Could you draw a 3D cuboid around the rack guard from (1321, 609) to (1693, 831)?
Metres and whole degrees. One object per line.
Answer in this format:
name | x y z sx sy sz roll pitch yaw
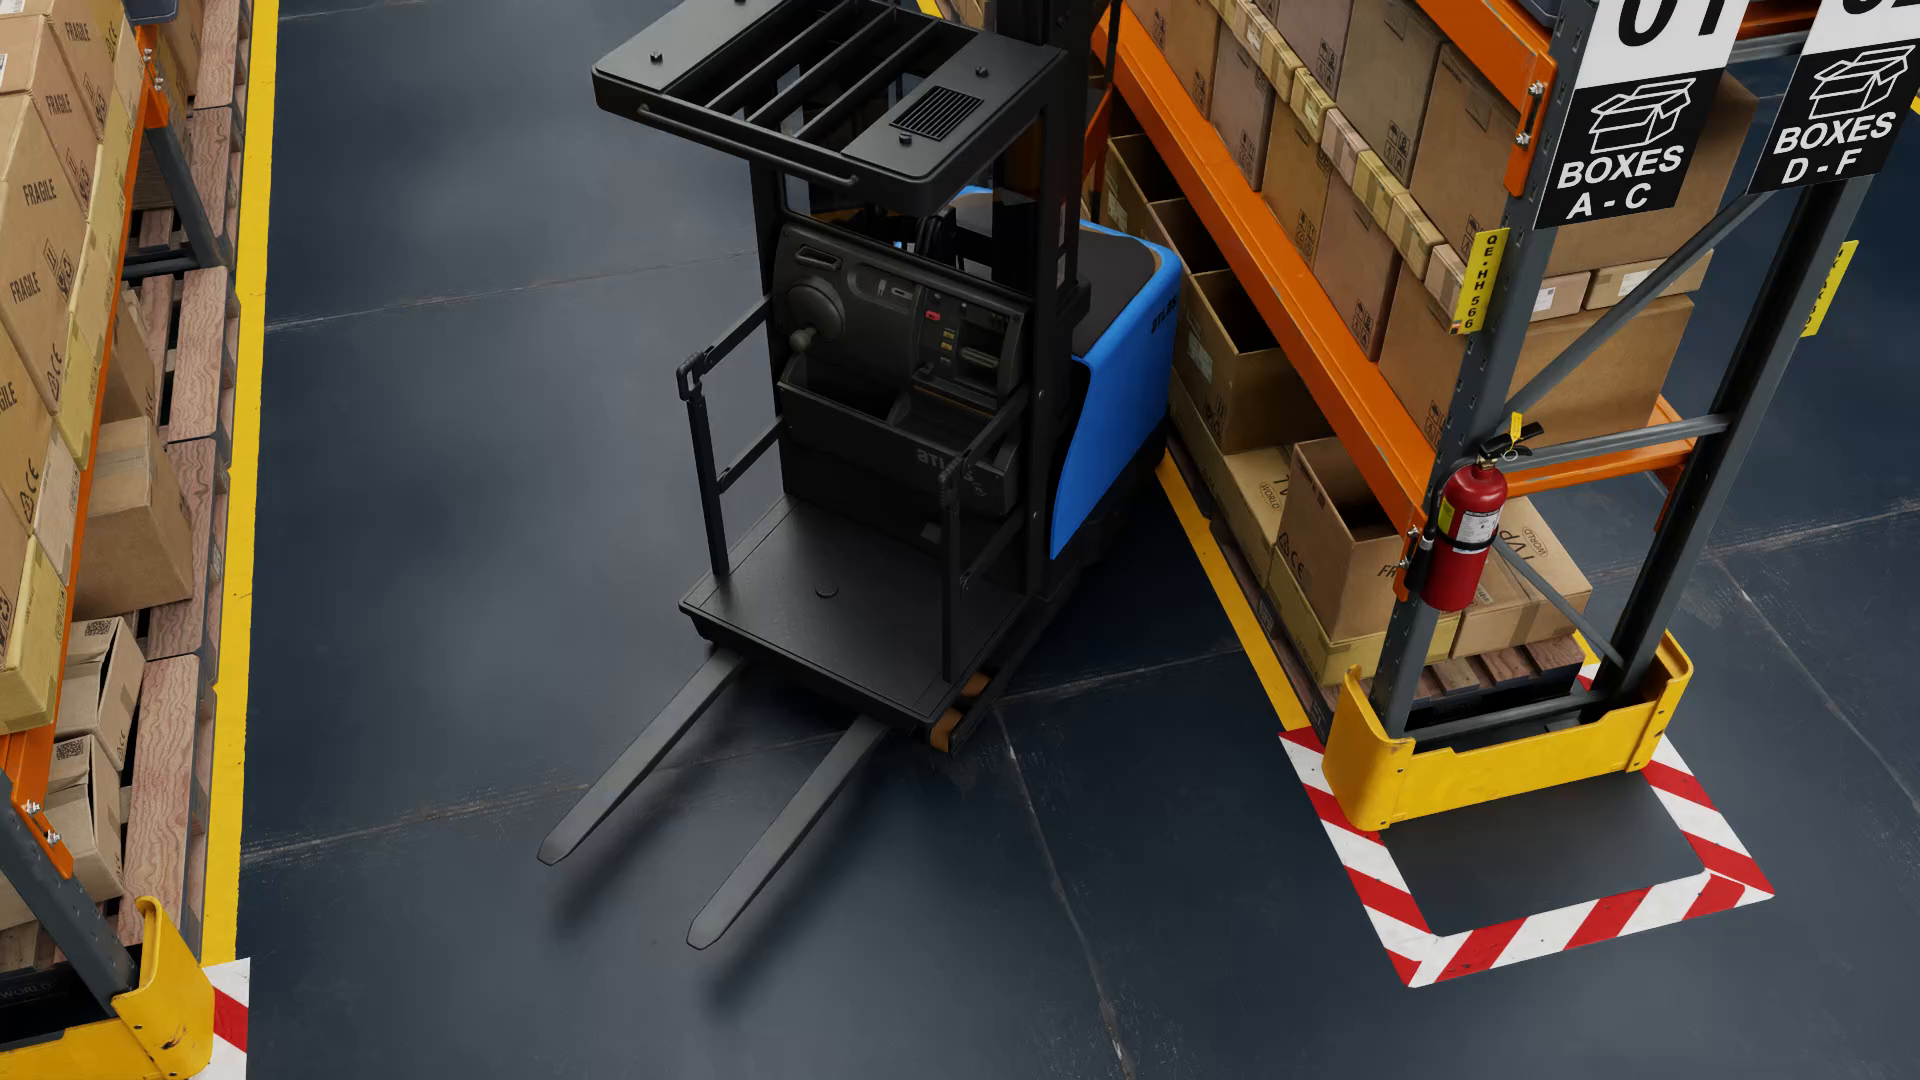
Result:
rack guard | 1.888 0.620 5.793 1.175 0.500 0.348 -11 47 -10

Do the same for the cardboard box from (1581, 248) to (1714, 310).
cardboard box | 1.990 -0.844 4.953 0.380 0.149 0.250 -11 47 -11

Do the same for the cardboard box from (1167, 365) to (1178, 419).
cardboard box | 1.064 -0.806 7.071 0.500 0.250 0.500 -11 47 -10

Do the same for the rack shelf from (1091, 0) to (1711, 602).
rack shelf | 1.370 -1.401 6.526 1.077 0.370 4.000 -11 47 -10

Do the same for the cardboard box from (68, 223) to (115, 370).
cardboard box | -3.122 -0.771 5.496 0.500 0.250 0.500 -10 46 -10

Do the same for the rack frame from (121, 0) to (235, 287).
rack frame | -3.930 -2.125 6.732 1.000 3.000 0.127 -11 47 -10

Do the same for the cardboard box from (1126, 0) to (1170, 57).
cardboard box | 1.119 -2.400 6.932 0.700 0.500 0.500 -11 47 -11

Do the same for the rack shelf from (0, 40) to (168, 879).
rack shelf | -3.418 -0.492 5.636 1.077 0.370 4.000 -11 47 -10

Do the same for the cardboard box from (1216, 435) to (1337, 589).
cardboard box | 1.320 -0.115 6.394 0.500 0.250 0.500 -11 47 -10

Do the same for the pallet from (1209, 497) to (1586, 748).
pallet | 1.646 0.184 6.422 1.003 0.211 1.213 -11 47 -10

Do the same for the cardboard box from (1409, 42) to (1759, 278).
cardboard box | 1.761 -1.122 4.771 0.700 0.500 0.500 -11 47 -10

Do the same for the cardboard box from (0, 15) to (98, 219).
cardboard box | -3.258 -1.379 5.567 0.500 0.500 0.500 -12 47 -11

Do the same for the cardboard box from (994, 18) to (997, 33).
cardboard box | 0.477 -2.641 8.477 0.500 0.311 0.500 -11 47 -10

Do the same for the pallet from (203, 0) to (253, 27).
pallet | -4.755 -3.371 9.906 1.003 0.211 1.213 -11 47 -10

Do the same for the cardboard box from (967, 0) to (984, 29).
cardboard box | 0.344 -2.801 9.026 0.500 0.250 0.500 -11 47 -11

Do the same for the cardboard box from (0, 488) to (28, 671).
cardboard box | -2.737 0.035 4.181 0.500 0.500 0.500 -11 47 -10

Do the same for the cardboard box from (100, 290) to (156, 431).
cardboard box | -3.625 -0.695 6.773 0.500 0.500 0.500 -14 47 -13

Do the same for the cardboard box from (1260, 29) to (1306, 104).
cardboard box | 1.267 -1.656 5.749 0.380 0.149 0.250 -10 46 -9

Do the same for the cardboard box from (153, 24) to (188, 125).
cardboard box | -4.315 -2.257 8.304 0.700 0.500 0.500 -12 47 -11

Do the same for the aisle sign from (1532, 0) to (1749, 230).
aisle sign | 1.615 -1.083 3.890 0.394 0.787 0.004 -11 47 -10

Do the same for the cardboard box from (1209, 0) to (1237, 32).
cardboard box | 1.140 -2.006 6.091 0.380 0.149 0.250 -11 47 -11

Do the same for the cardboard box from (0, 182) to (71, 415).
cardboard box | -2.980 -0.666 4.868 0.500 0.500 0.500 -12 47 -12

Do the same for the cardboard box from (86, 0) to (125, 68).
cardboard box | -3.510 -2.072 6.246 0.500 0.500 0.500 -11 47 -10

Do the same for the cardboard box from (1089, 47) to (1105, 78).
cardboard box | 0.674 -2.103 7.817 0.500 0.500 0.500 -11 47 -10

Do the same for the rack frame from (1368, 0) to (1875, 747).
rack frame | 1.882 -0.272 4.916 1.000 3.000 0.127 -11 47 -10

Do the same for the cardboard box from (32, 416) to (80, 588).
cardboard box | -2.870 -0.069 4.808 0.500 0.250 0.500 -12 47 -12

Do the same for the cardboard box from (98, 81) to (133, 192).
cardboard box | -3.396 -1.462 6.174 0.500 0.250 0.500 -11 47 -10

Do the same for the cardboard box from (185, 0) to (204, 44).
cardboard box | -4.545 -2.963 8.996 0.700 0.500 0.500 -11 47 -11

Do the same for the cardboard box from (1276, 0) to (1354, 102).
cardboard box | 1.492 -1.832 5.467 0.700 0.500 0.500 -11 47 -10

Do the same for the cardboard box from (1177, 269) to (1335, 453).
cardboard box | 1.187 -0.722 6.464 0.500 0.500 0.500 -11 47 -10

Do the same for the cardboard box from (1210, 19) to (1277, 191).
cardboard box | 1.376 -1.700 6.245 0.700 0.500 0.500 -9 46 -9

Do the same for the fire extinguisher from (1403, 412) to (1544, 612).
fire extinguisher | 1.463 -0.078 4.780 0.296 0.674 0.183 -11 47 -10

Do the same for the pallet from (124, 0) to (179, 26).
pallet | -3.985 -2.612 7.344 1.003 0.211 1.213 -11 47 -10

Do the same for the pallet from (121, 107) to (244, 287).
pallet | -4.130 -1.686 8.255 1.003 0.211 1.213 -11 47 -10

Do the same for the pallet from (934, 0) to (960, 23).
pallet | 0.316 -3.403 9.937 1.003 0.211 1.213 -11 47 -10

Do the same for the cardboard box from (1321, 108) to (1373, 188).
cardboard box | 1.404 -1.294 5.393 0.380 0.149 0.250 -10 46 -10

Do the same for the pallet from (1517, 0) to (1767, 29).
pallet | 1.726 -1.784 4.359 1.003 0.211 1.213 -11 47 -10

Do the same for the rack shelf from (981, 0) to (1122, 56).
rack shelf | 0.362 -2.052 6.321 0.431 0.518 0.480 15 47 12

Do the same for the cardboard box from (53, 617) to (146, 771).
cardboard box | -3.142 0.536 5.699 0.500 0.311 0.500 -7 46 -7

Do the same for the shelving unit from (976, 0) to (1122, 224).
shelving unit | 0.345 -1.576 6.816 0.431 2.100 0.503 15 47 12

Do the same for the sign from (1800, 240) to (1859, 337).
sign | 2.420 -0.700 4.674 0.100 0.325 0.005 -11 47 -10

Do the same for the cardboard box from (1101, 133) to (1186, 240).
cardboard box | 0.930 -1.413 7.140 0.500 0.500 0.500 -11 47 -10

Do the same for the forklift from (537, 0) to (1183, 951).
forklift | -0.321 -0.641 5.326 1.130 2.935 3.031 23 50 21

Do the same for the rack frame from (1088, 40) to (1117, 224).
rack frame | 0.425 -1.741 6.977 0.400 2.100 0.015 15 47 12

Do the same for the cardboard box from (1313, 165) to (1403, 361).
cardboard box | 1.636 -0.993 5.553 0.700 0.500 0.500 -10 46 -9

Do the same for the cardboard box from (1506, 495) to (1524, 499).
cardboard box | 1.828 -0.212 6.488 0.500 0.250 0.500 -11 47 -10

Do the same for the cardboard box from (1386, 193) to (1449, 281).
cardboard box | 1.532 -0.943 5.050 0.380 0.149 0.250 -10 46 -9
